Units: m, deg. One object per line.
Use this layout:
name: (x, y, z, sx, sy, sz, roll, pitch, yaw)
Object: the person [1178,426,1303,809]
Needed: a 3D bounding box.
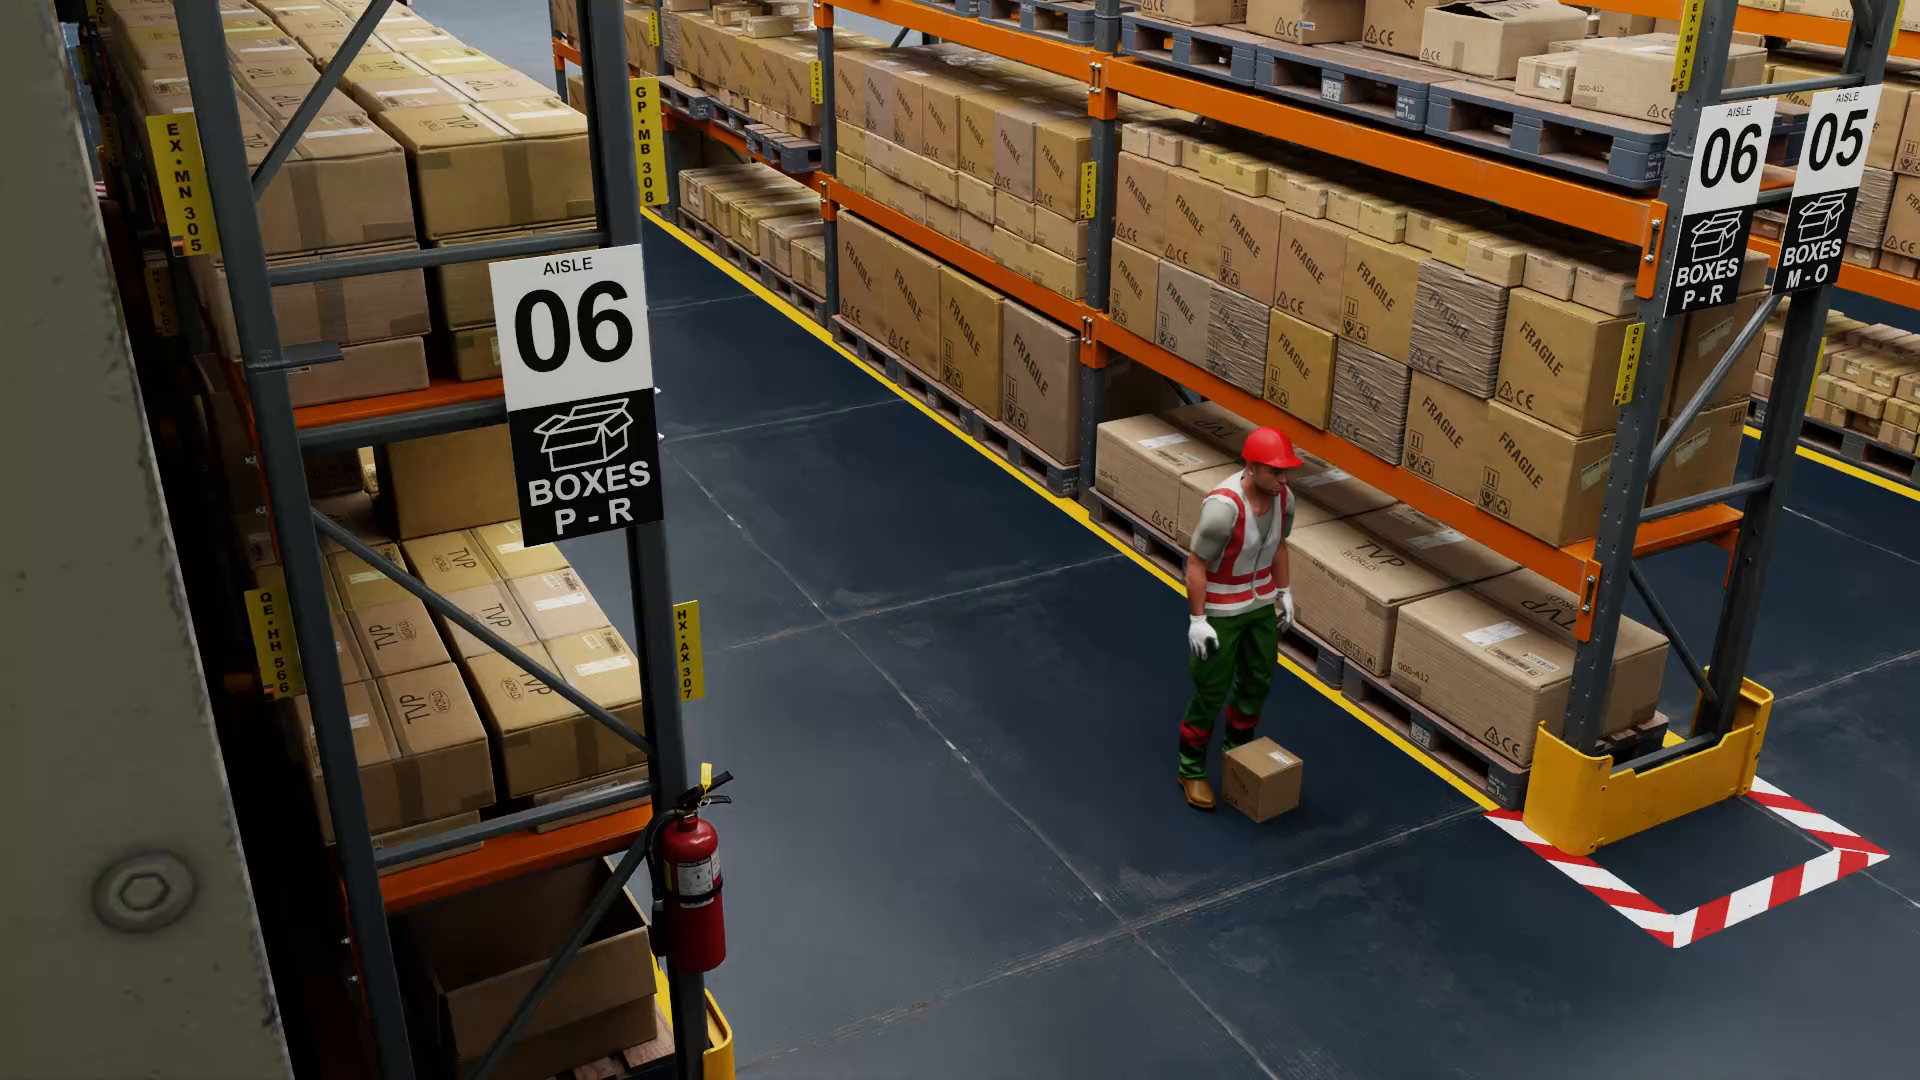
person: (1.256, 0.319, 7.417, 0.619, 1.779, 0.450, -16, 30, -30)
